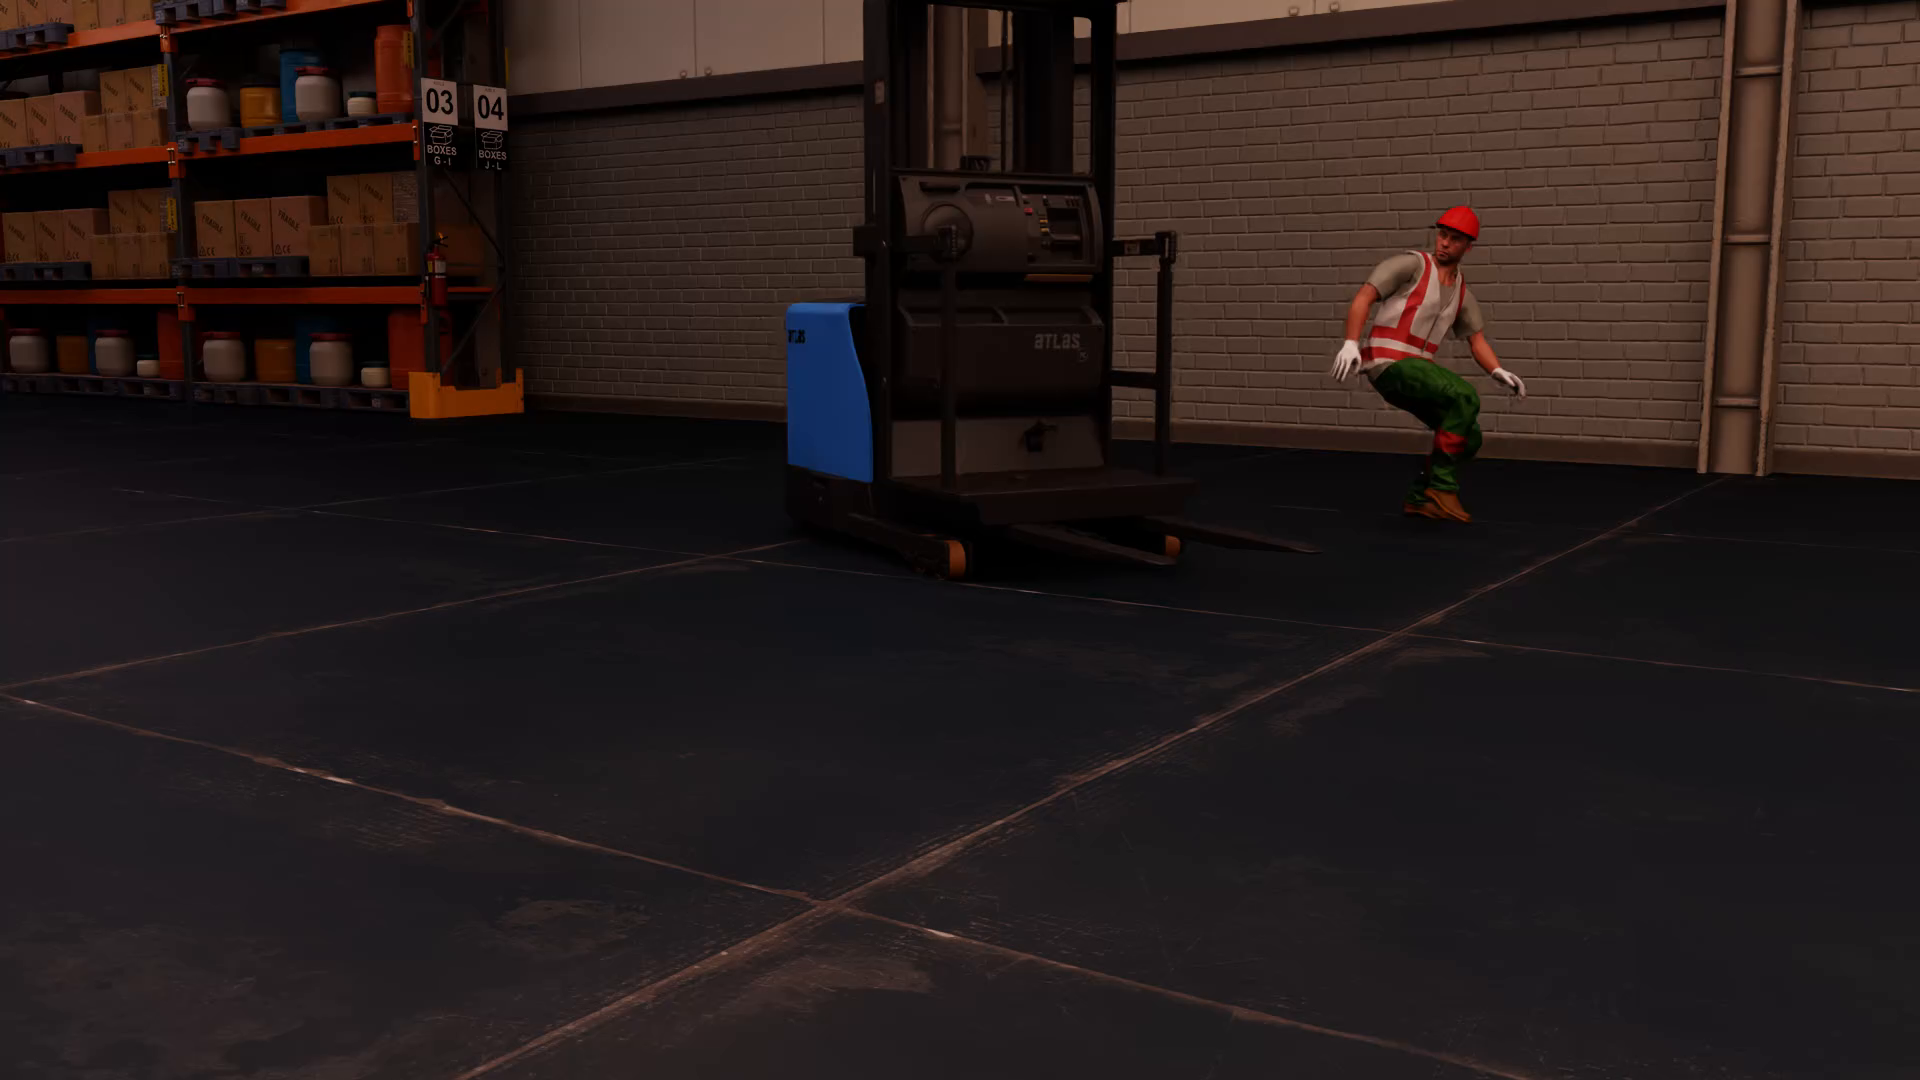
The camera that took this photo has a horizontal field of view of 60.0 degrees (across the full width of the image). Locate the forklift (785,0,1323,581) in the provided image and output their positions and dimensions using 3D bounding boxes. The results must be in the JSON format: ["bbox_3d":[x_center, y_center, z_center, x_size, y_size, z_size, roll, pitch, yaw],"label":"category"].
[{"bbox_3d":[0.276,-1.361,6.762,1.130,2.935,3.031,-4,9,-27],"label":"forklift"}]

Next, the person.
[{"bbox_3d":[2.308,-0.837,8.088,0.740,1.554,0.789,8,11,43],"label":"person"}]
